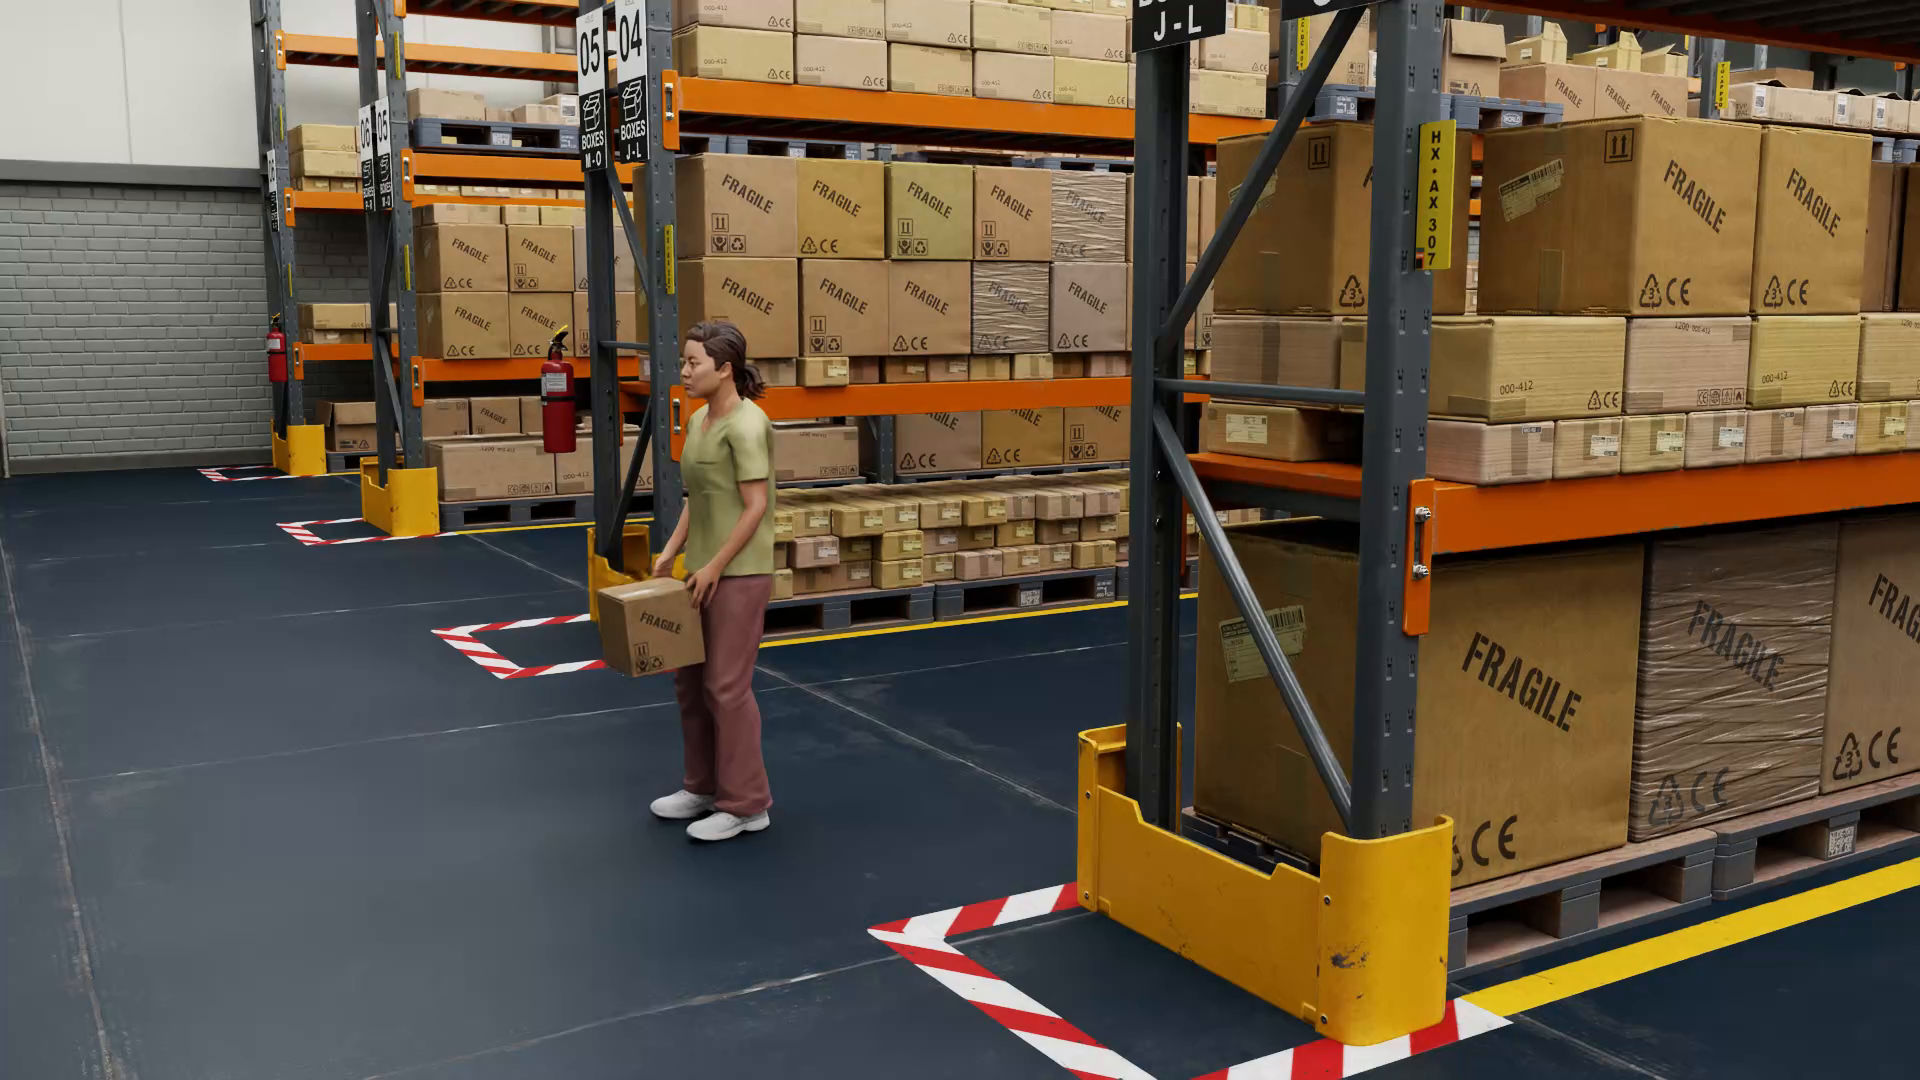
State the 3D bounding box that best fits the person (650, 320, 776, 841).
[{"bbox_3d":[-0.792,0.125,5.457,0.366,1.676,0.475,-5,10,-32],"label":"person"}]
